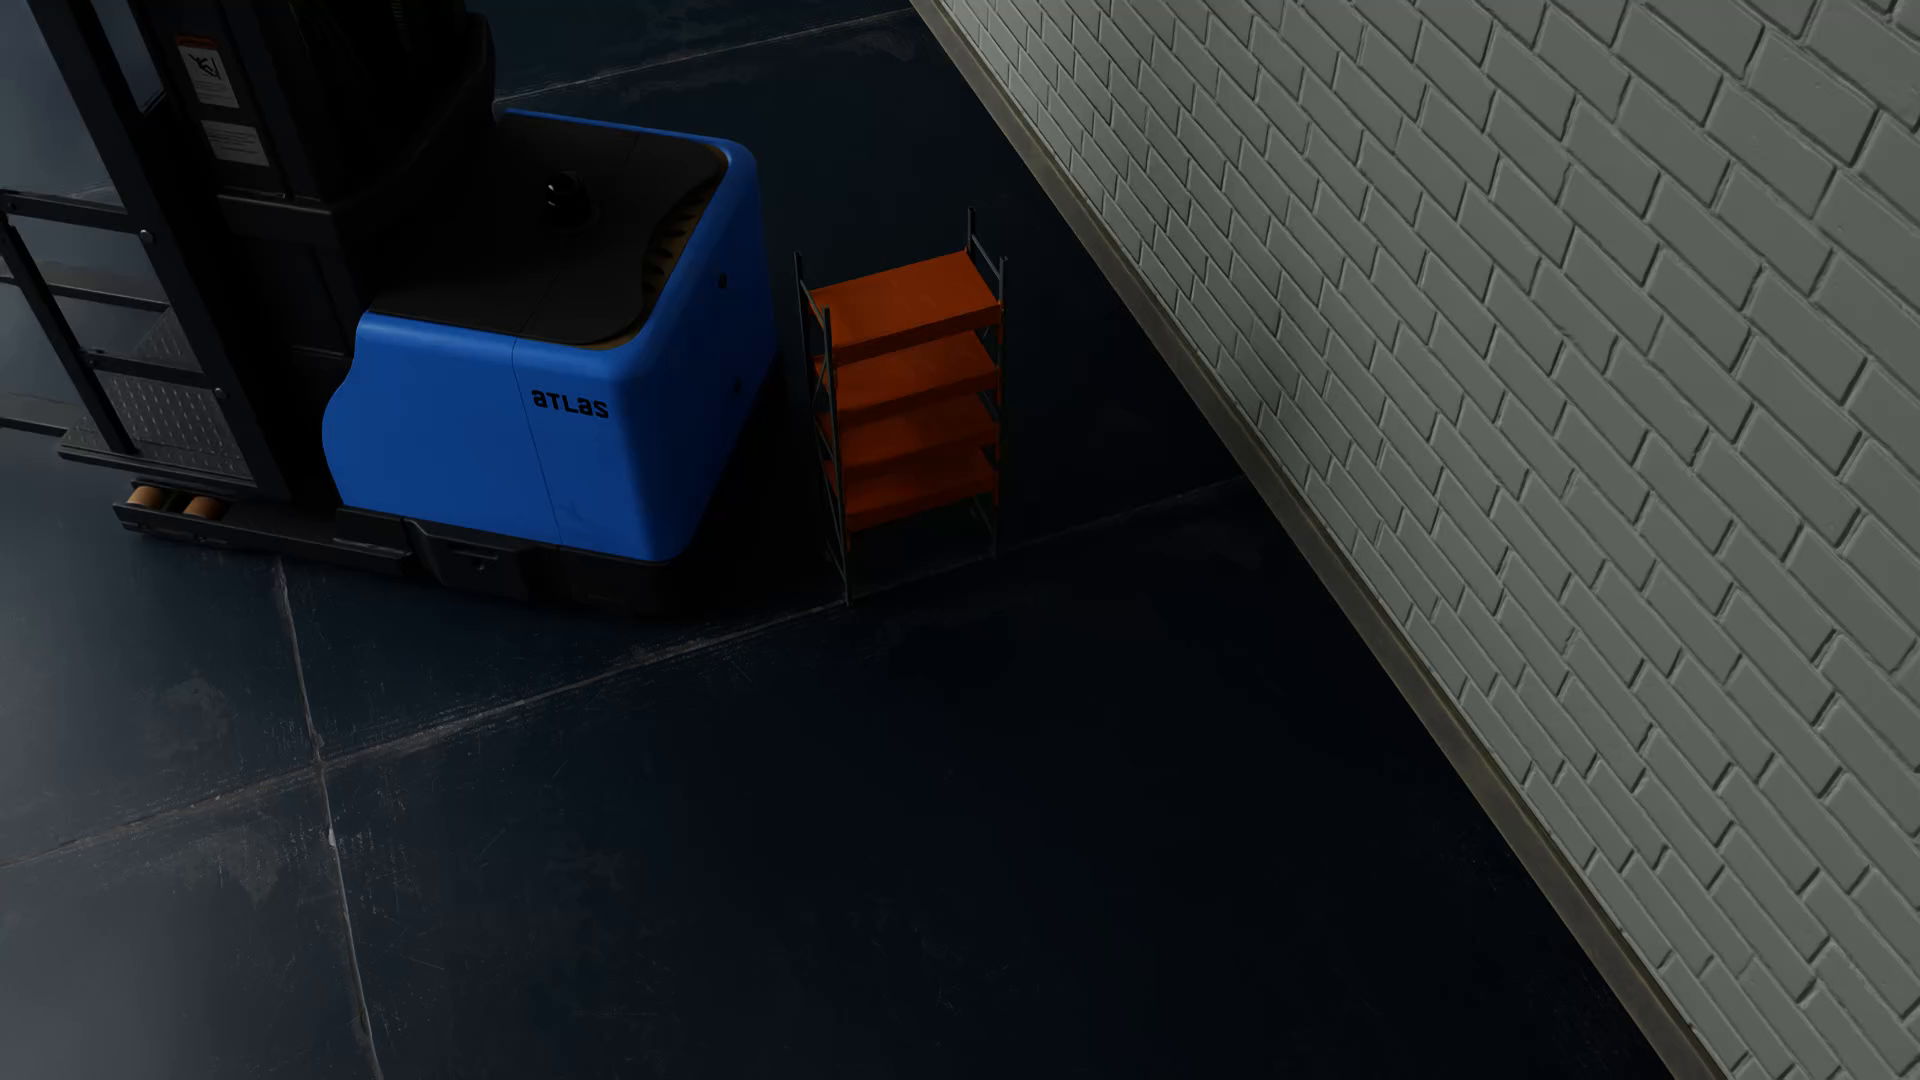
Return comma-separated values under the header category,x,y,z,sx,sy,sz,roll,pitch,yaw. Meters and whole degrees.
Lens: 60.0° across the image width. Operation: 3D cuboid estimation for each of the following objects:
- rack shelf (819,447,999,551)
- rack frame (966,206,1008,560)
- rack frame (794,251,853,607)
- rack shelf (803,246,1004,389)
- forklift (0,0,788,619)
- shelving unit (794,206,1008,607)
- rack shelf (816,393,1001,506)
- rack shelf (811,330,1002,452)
category,x,y,z,sx,sy,sz,roll,pitch,yaw
rack shelf,-0.153,-0.170,4.956,0.480,0.148,0.258,-17,52,-14
rack frame,0.073,-0.413,4.814,0.015,1.200,0.240,-17,52,-14
rack frame,-0.379,-0.273,4.694,0.015,1.200,0.240,-17,52,-14
rack shelf,-0.153,-0.599,4.456,0.480,0.148,0.258,-17,52,-14
forklift,-2.149,-1.312,4.445,3.031,2.935,1.130,10,50,9
shelving unit,-0.153,-0.343,4.754,0.503,1.200,0.258,-17,52,-14
rack shelf,-0.153,-0.300,4.805,0.480,0.148,0.258,-17,52,-14
rack shelf,-0.153,-0.445,4.635,0.480,0.148,0.258,-17,52,-14
